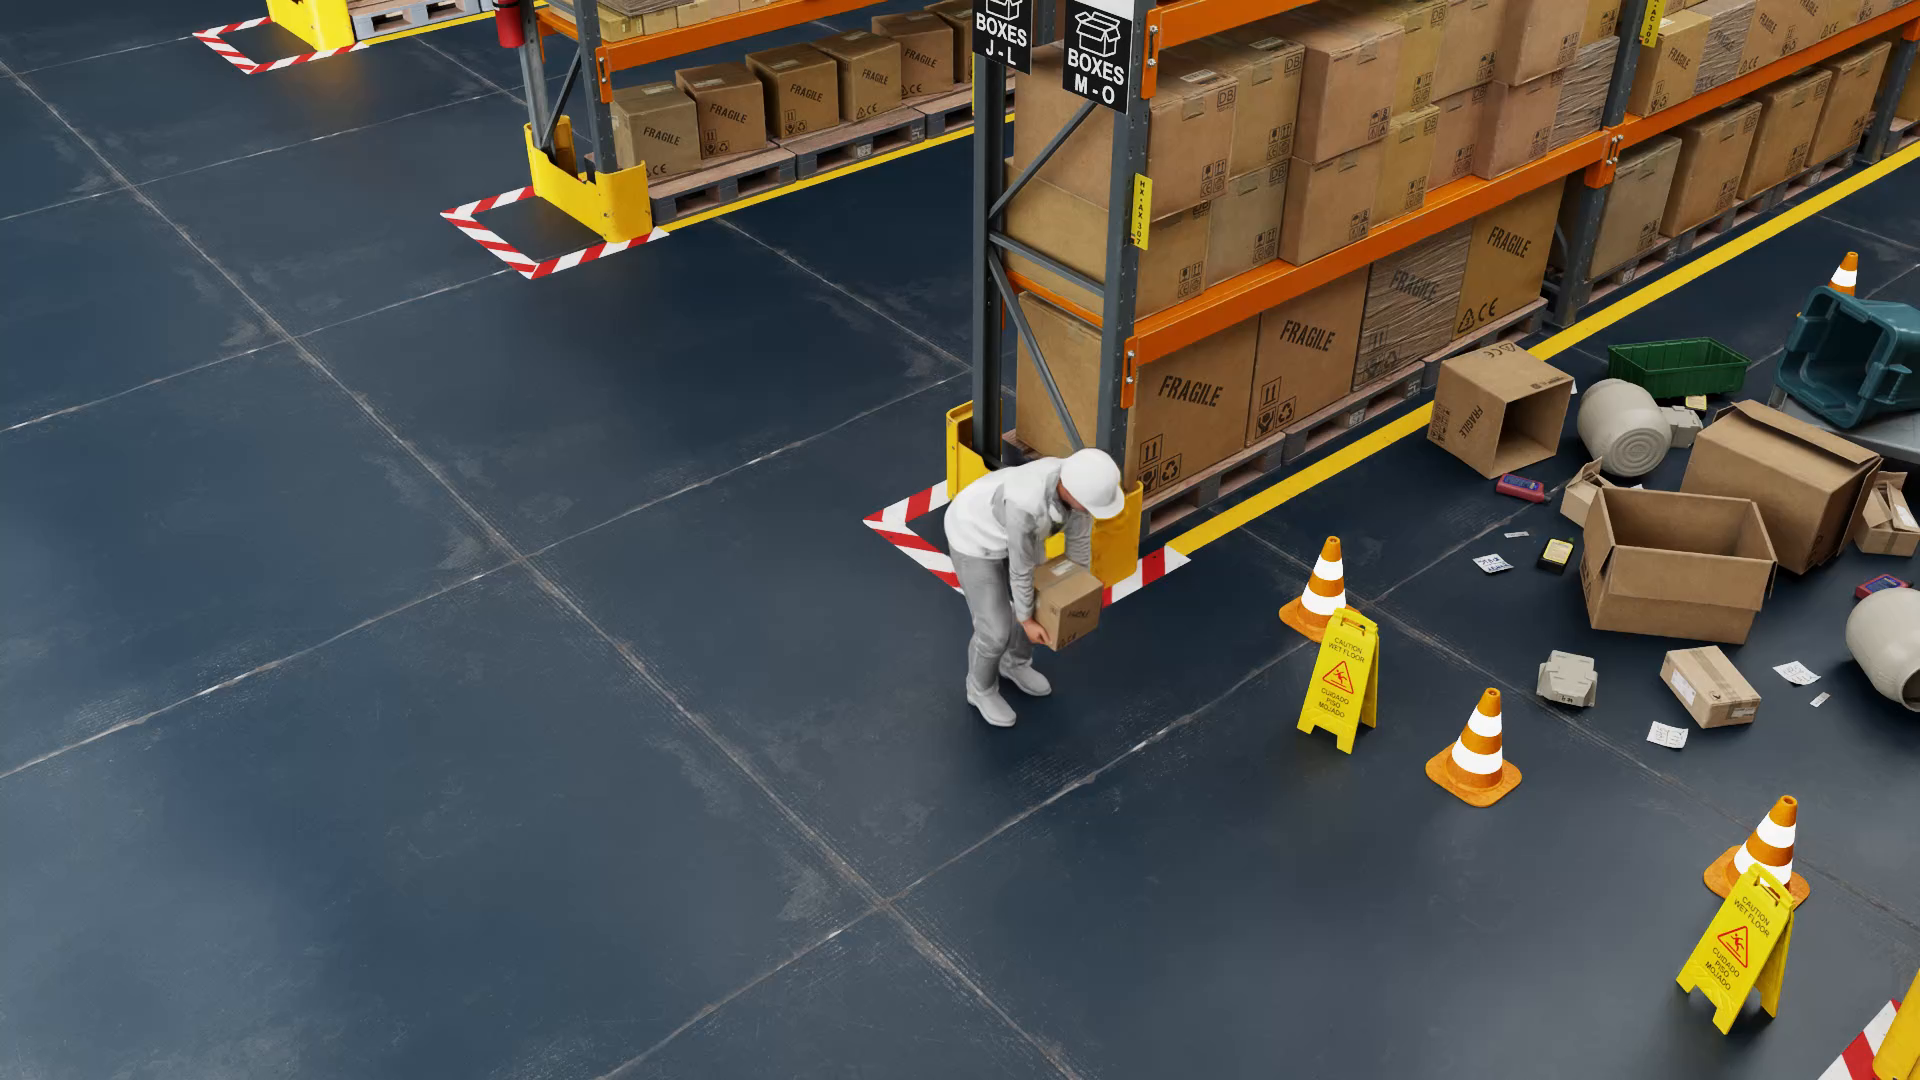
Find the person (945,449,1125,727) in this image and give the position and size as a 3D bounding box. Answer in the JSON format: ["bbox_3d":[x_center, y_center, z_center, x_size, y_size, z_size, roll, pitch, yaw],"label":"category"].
[{"bbox_3d":[0.319,0.130,7.039,0.472,1.464,0.842,-27,44,-33],"label":"person"}]
